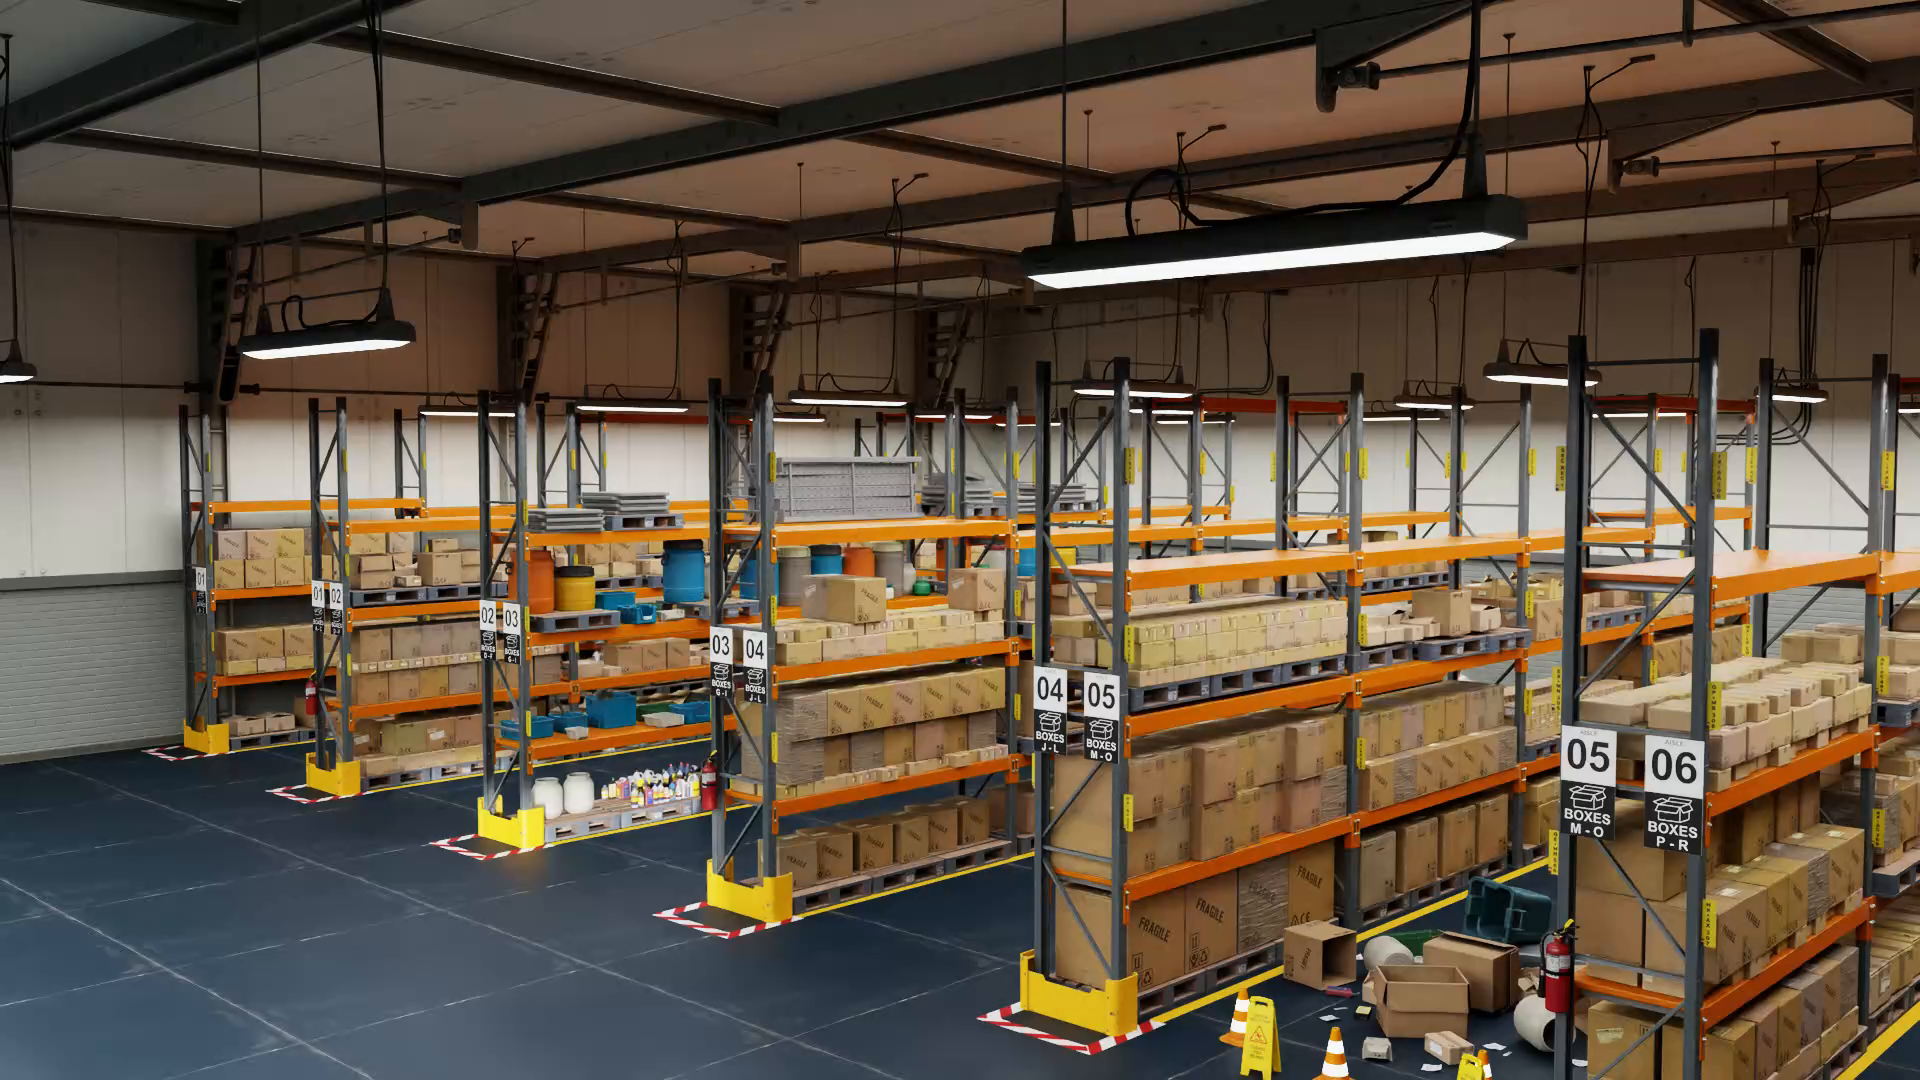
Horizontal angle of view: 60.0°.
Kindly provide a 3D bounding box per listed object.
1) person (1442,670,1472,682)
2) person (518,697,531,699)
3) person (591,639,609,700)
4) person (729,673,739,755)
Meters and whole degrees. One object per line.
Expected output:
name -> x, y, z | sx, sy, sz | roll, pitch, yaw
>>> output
person -> 8.225, 2.839, 27.614 | 0.655, 1.774, 0.845 | 3, 4, 42
person -> -8.236, 2.753, 30.819 | 0.694, 1.590, 0.828 | 1, 3, 17
person -> -6.684, 2.673, 31.073 | 0.545, 1.742, 0.808 | 3, 4, 40
person -> -3.979, 2.826, 28.418 | 0.649, 1.685, 0.689 | 1, 3, 25
